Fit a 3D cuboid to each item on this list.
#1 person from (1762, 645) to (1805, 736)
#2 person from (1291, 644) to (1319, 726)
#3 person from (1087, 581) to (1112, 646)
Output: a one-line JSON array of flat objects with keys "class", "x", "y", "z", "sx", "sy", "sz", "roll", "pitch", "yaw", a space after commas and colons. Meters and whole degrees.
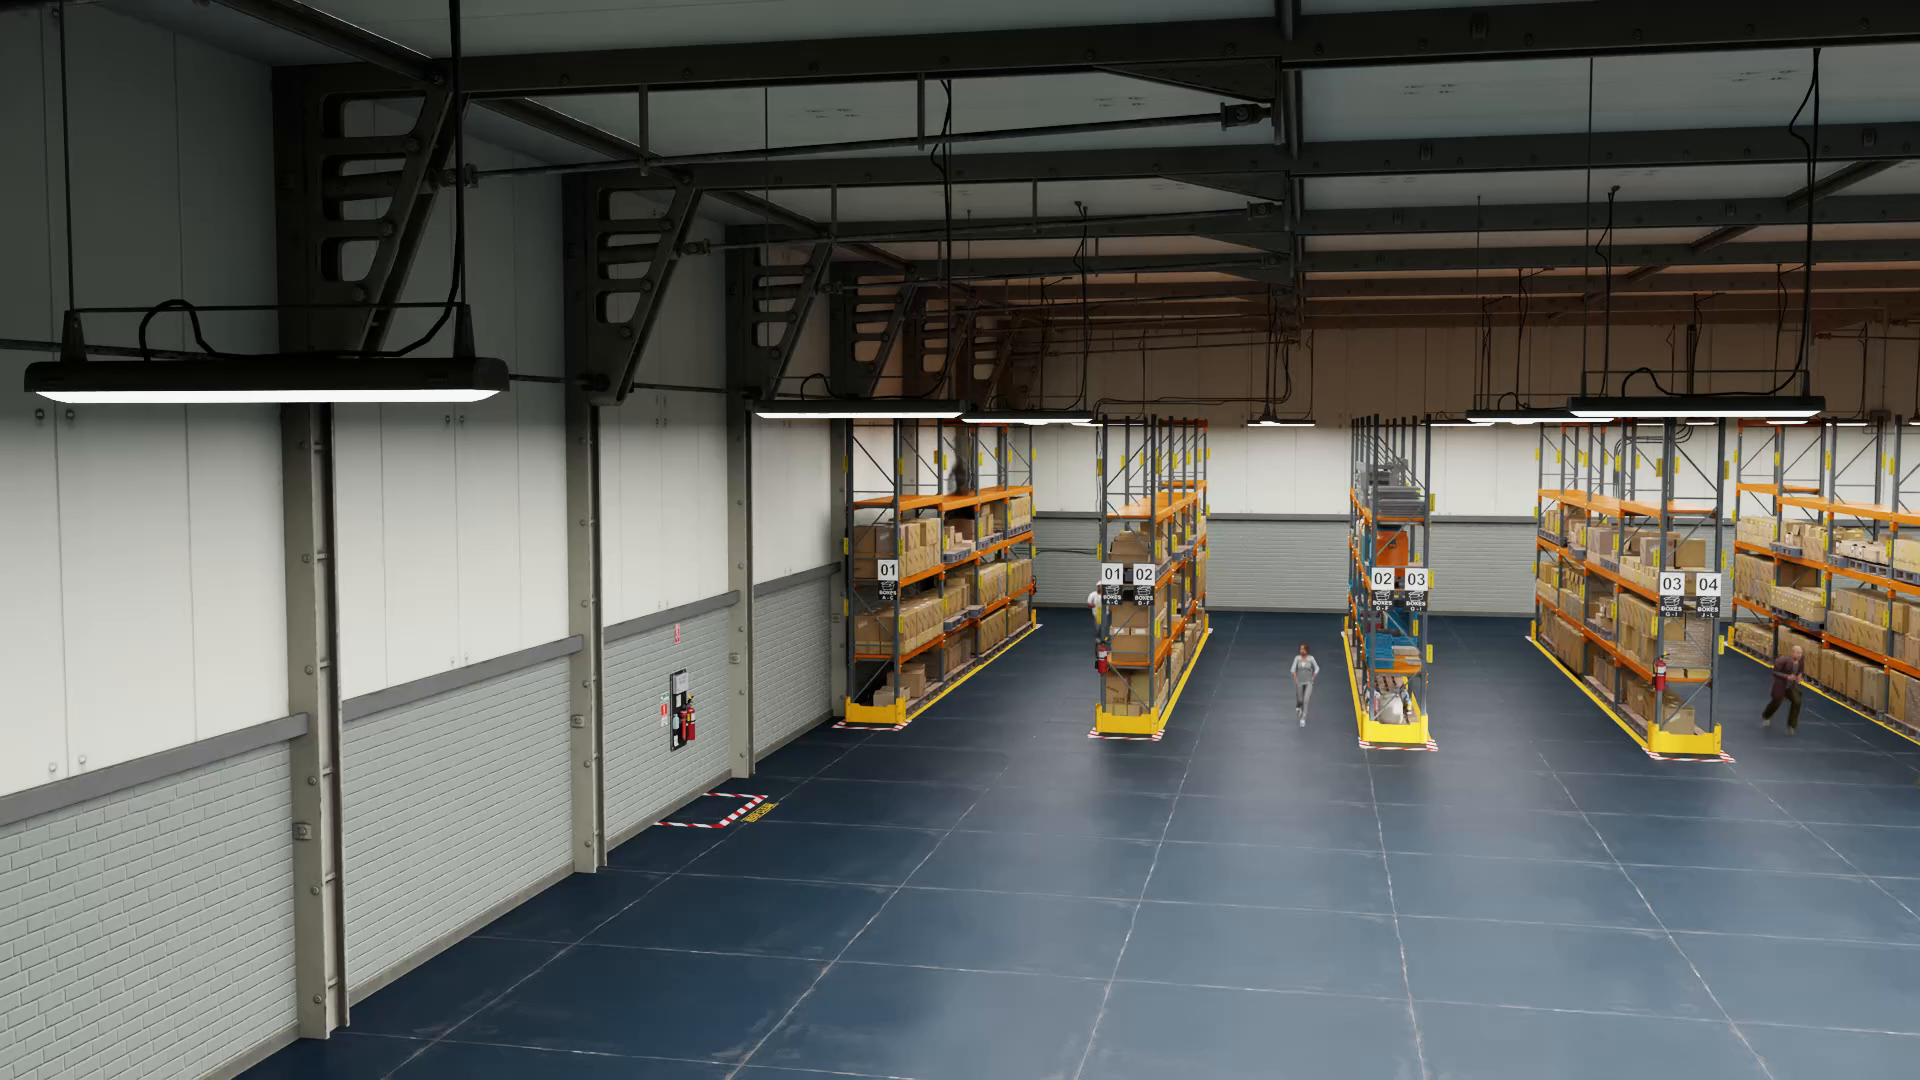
[{"class": "person", "x": 15.563, "y": 2.814, "z": 31.441, "sx": 0.752, "sy": 1.744, "sz": 1.068, "roll": -1, "pitch": 4, "yaw": -10}, {"class": "person", "x": 6.712, "y": 2.801, "z": 32.335, "sx": 0.541, "sy": 1.584, "sz": 0.645, "roll": 1, "pitch": 4, "yaw": 17}, {"class": "person", "x": 3.631, "y": 1.939, "z": 43.112, "sx": 0.702, "sy": 1.754, "sz": 0.963, "roll": 0, "pitch": 4, "yaw": 5}]
